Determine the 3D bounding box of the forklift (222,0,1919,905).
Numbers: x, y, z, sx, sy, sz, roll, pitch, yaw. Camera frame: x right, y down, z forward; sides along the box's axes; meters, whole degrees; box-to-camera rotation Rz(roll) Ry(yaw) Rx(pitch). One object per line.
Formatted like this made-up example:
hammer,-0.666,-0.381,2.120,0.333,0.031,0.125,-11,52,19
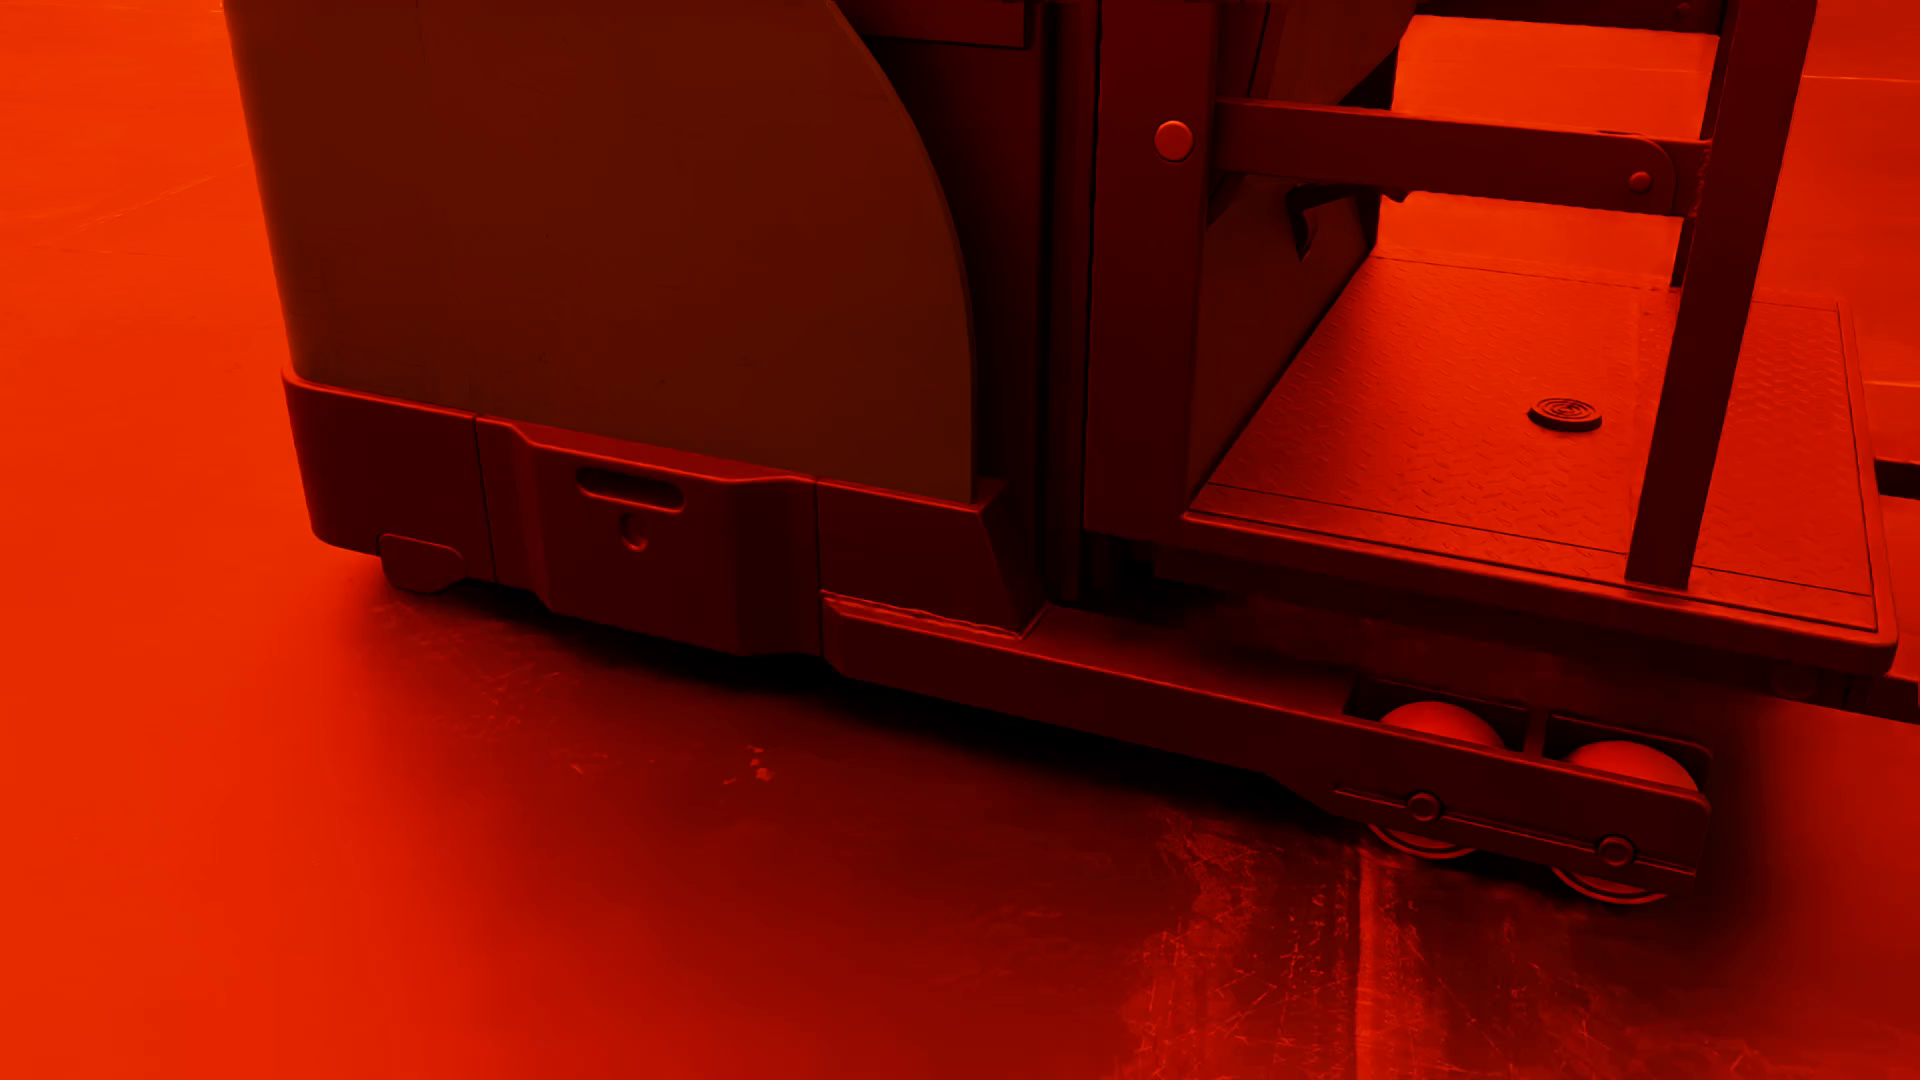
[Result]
forklift,0.631,-1.200,1.625,3.031,2.935,1.130,11,29,21
